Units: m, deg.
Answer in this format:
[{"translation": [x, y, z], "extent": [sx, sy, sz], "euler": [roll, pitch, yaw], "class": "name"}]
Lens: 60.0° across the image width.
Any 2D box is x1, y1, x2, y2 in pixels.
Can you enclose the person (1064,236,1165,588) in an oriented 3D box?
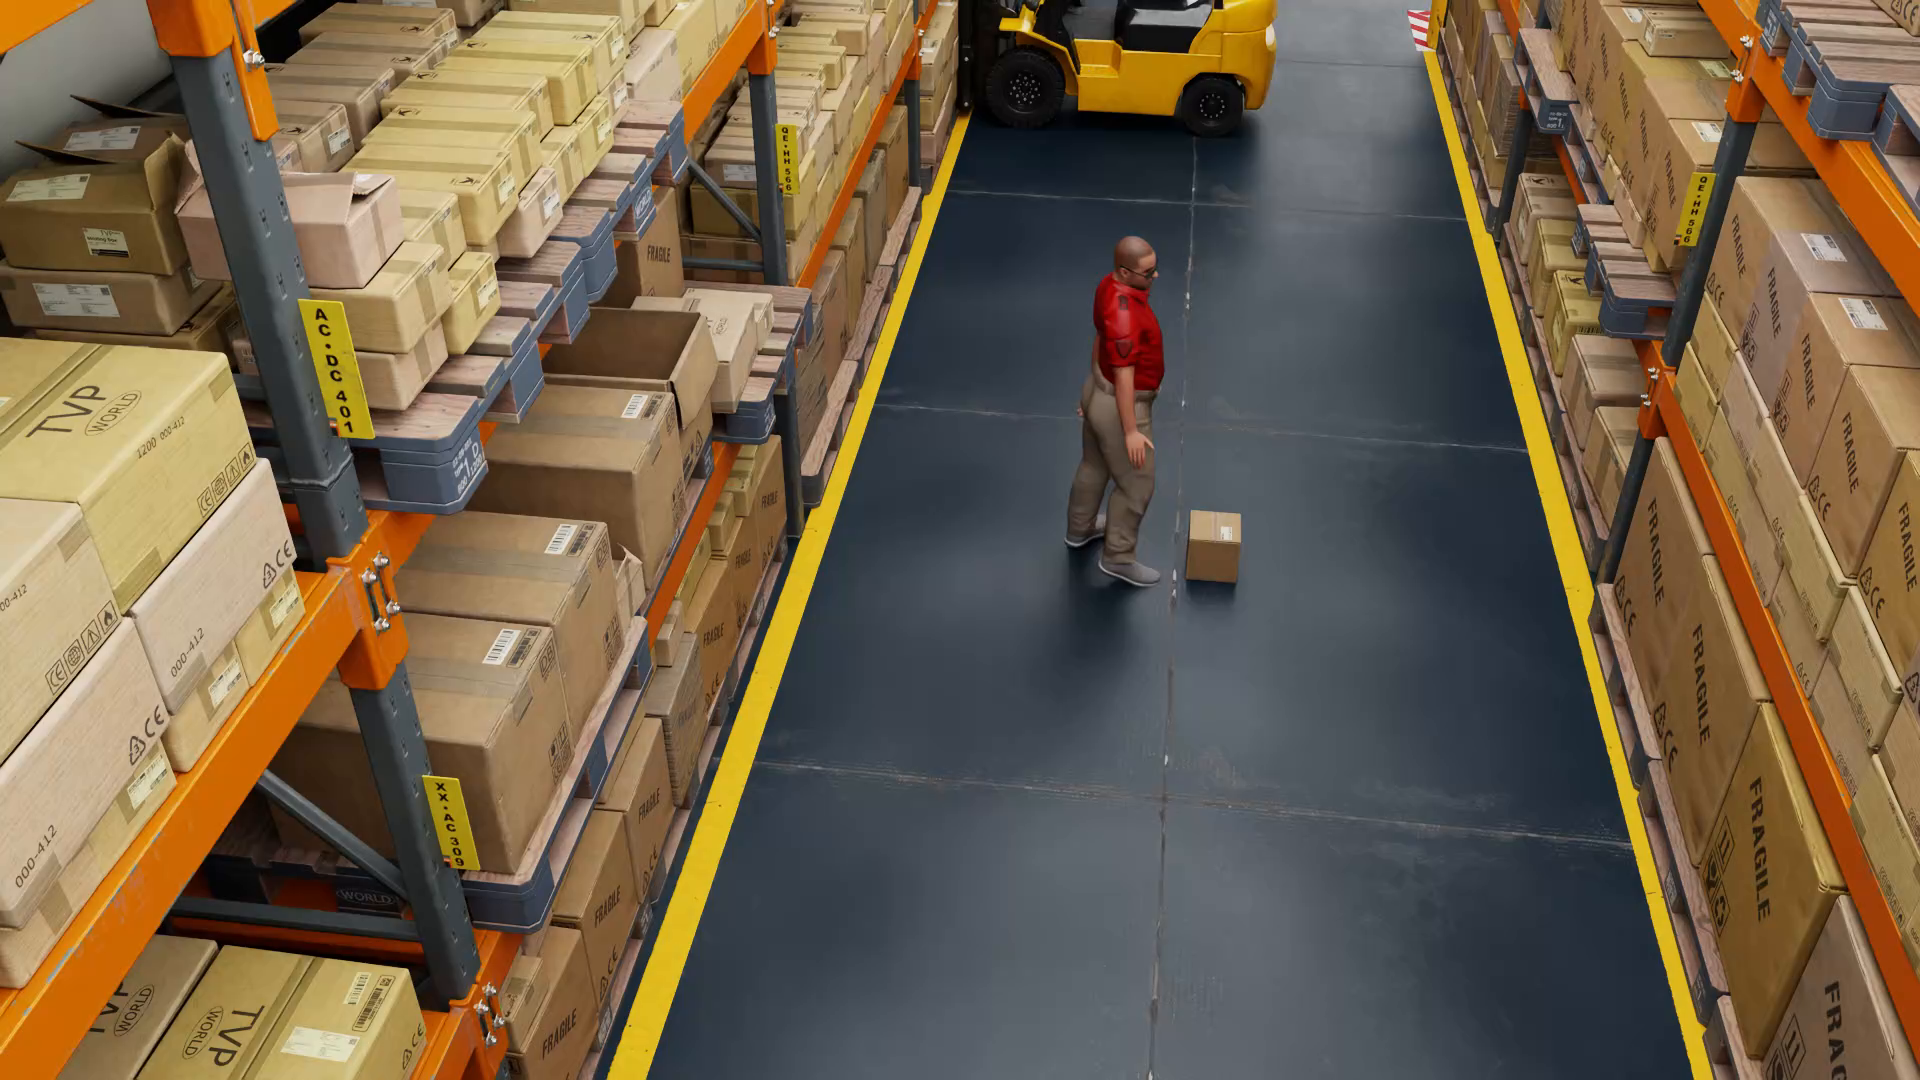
[{"translation": [0.763, -0.585, 7.853], "extent": [0.435, 1.766, 0.689], "euler": [-4, 36, -6], "class": "person"}]
